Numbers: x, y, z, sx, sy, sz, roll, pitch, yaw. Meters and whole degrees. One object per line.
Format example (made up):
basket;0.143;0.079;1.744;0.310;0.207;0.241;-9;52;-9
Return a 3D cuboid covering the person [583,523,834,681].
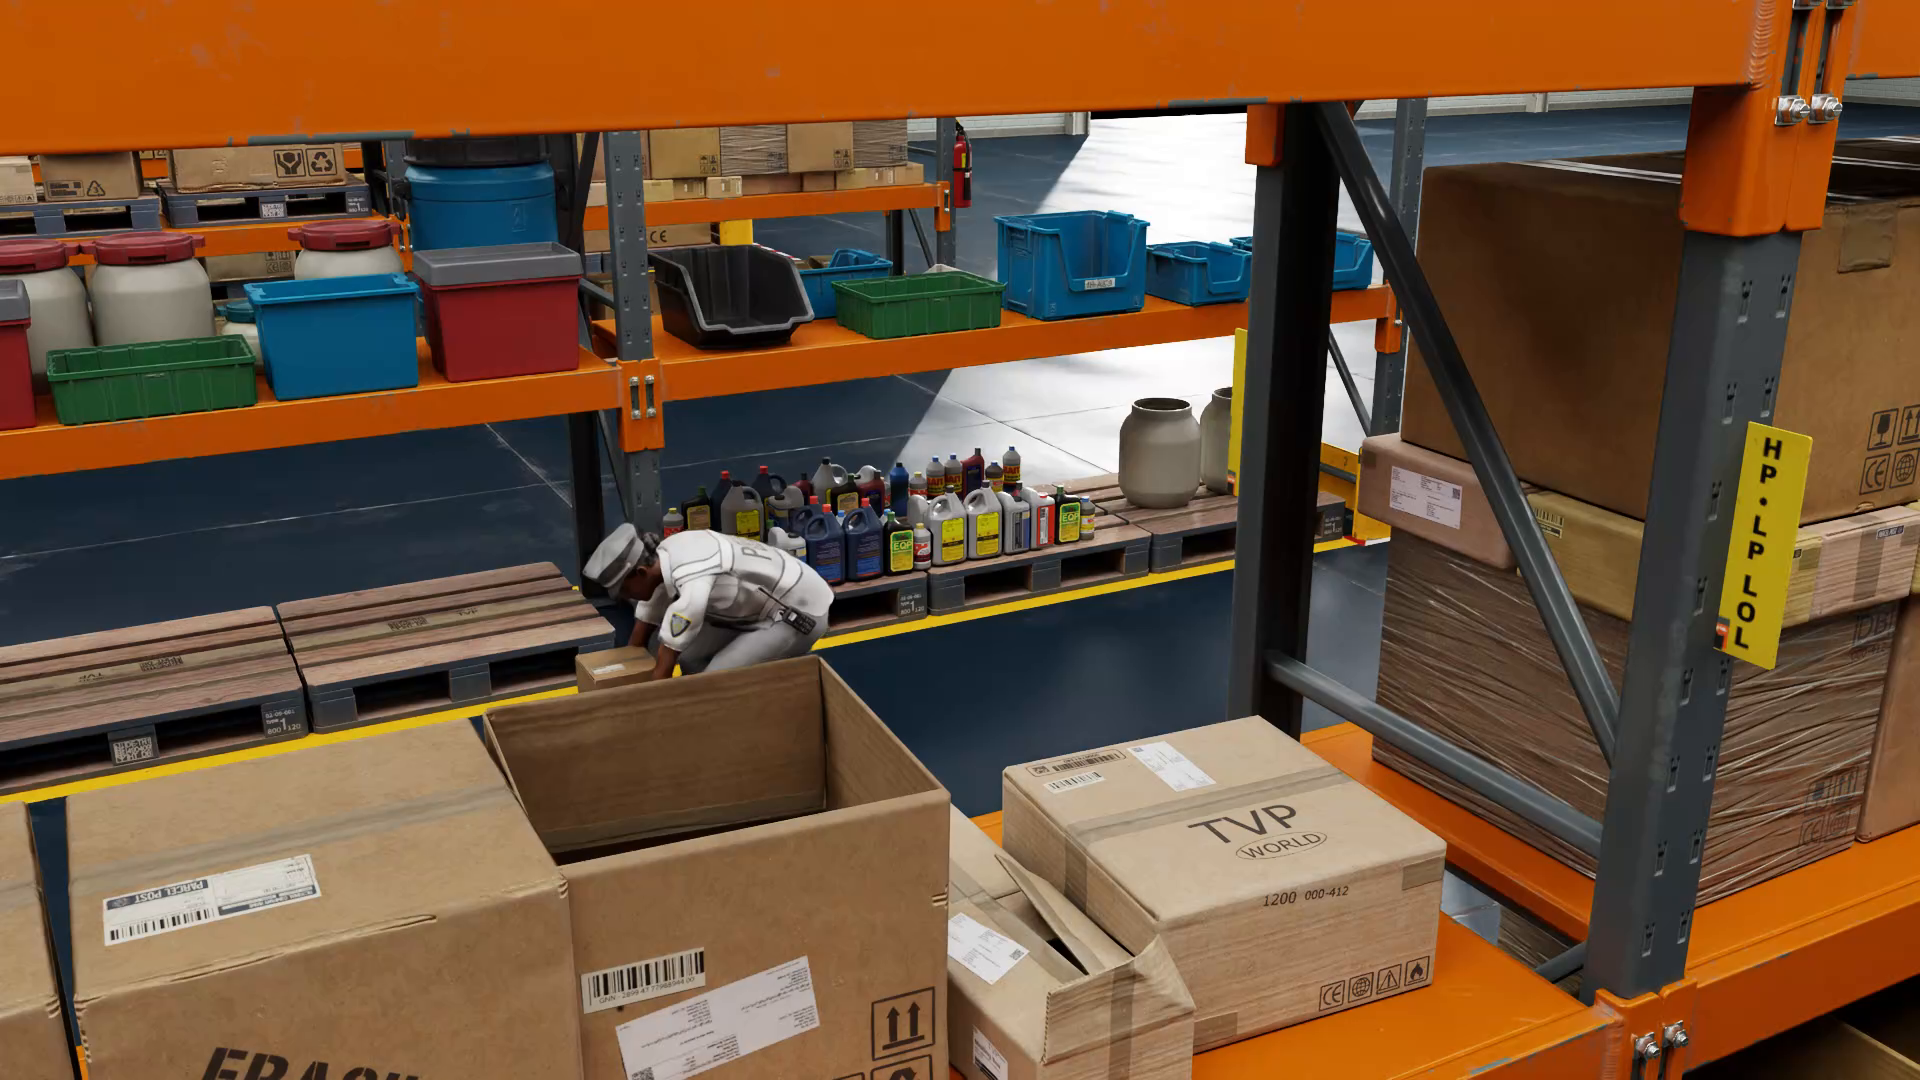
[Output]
person;-0.904;0.370;6.057;0.899;0.974;0.465;-7;20;-21
